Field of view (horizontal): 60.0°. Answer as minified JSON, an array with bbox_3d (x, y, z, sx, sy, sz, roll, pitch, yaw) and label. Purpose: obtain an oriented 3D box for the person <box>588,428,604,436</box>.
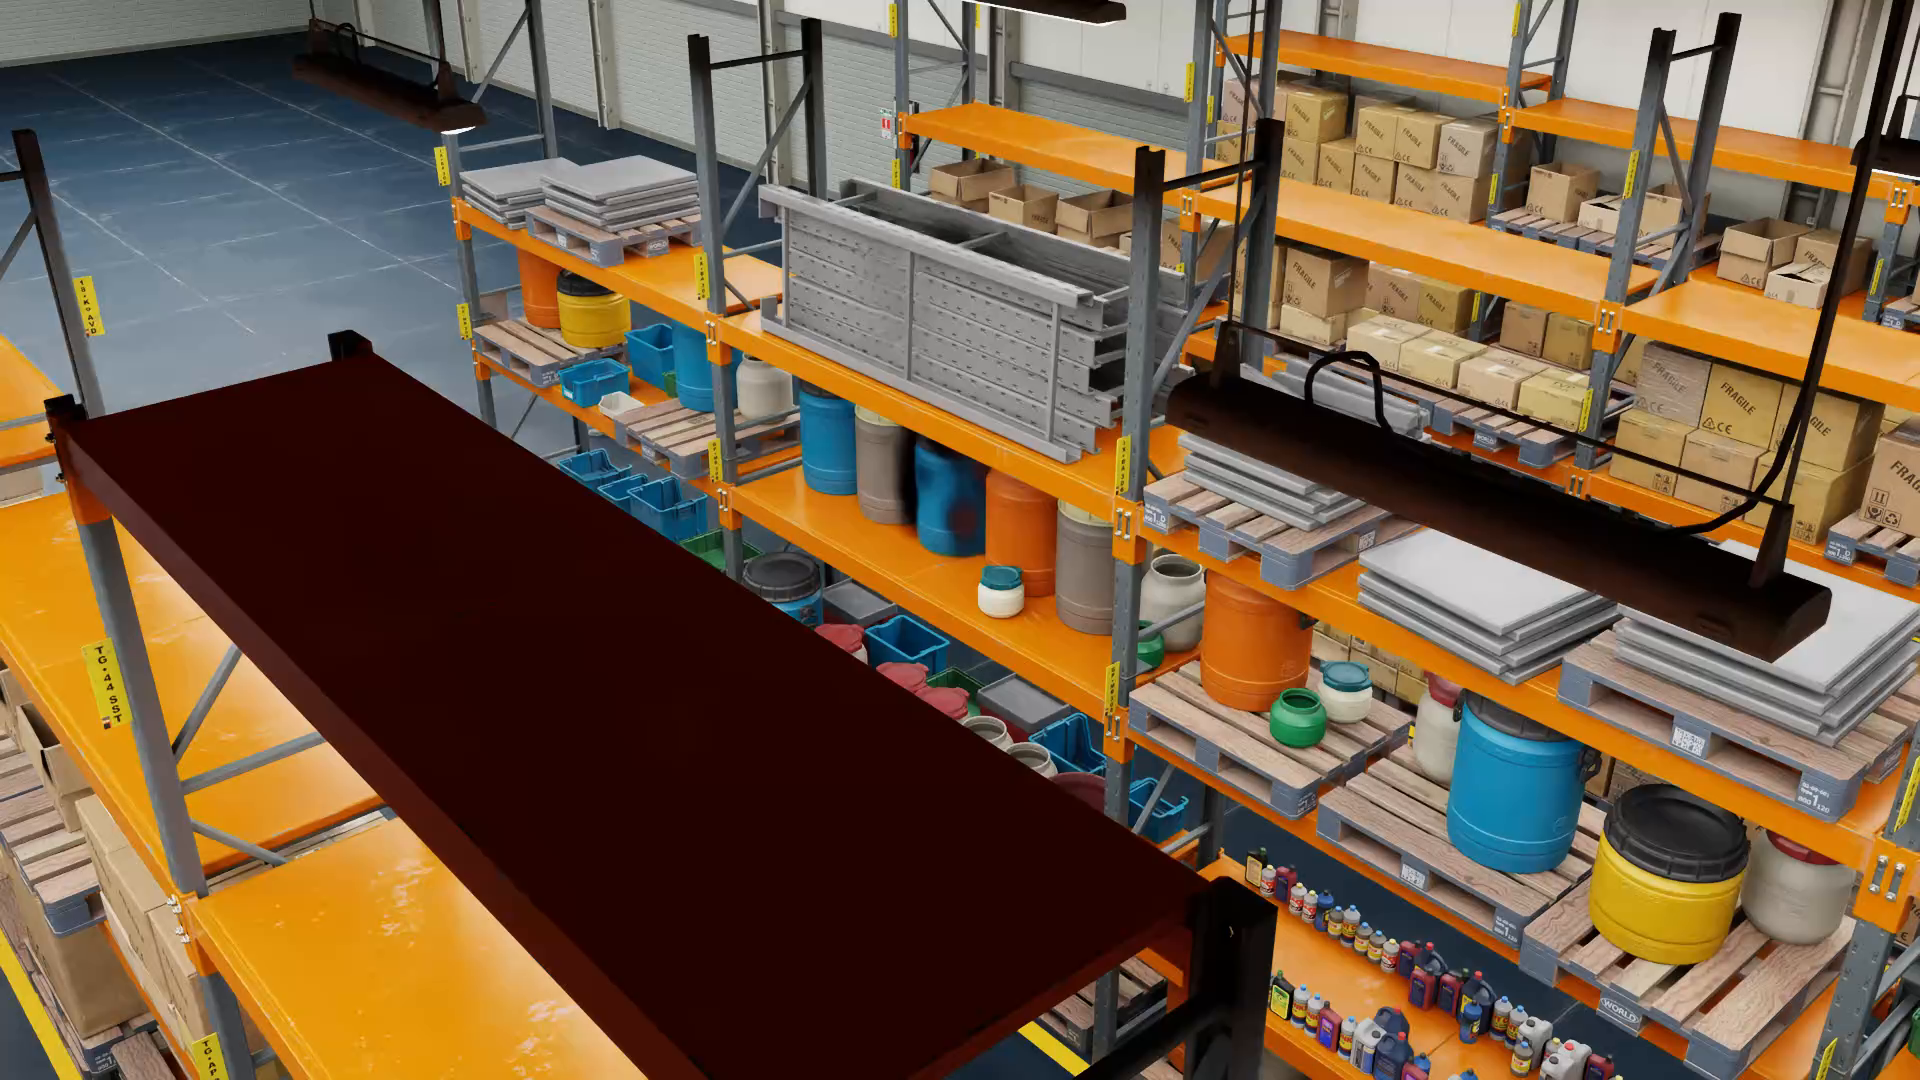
[{"bbox_3d":[-4.254,-2.067,19.826,0.698,1.670,0.662,-10,29,-20],"label":"person"}]
